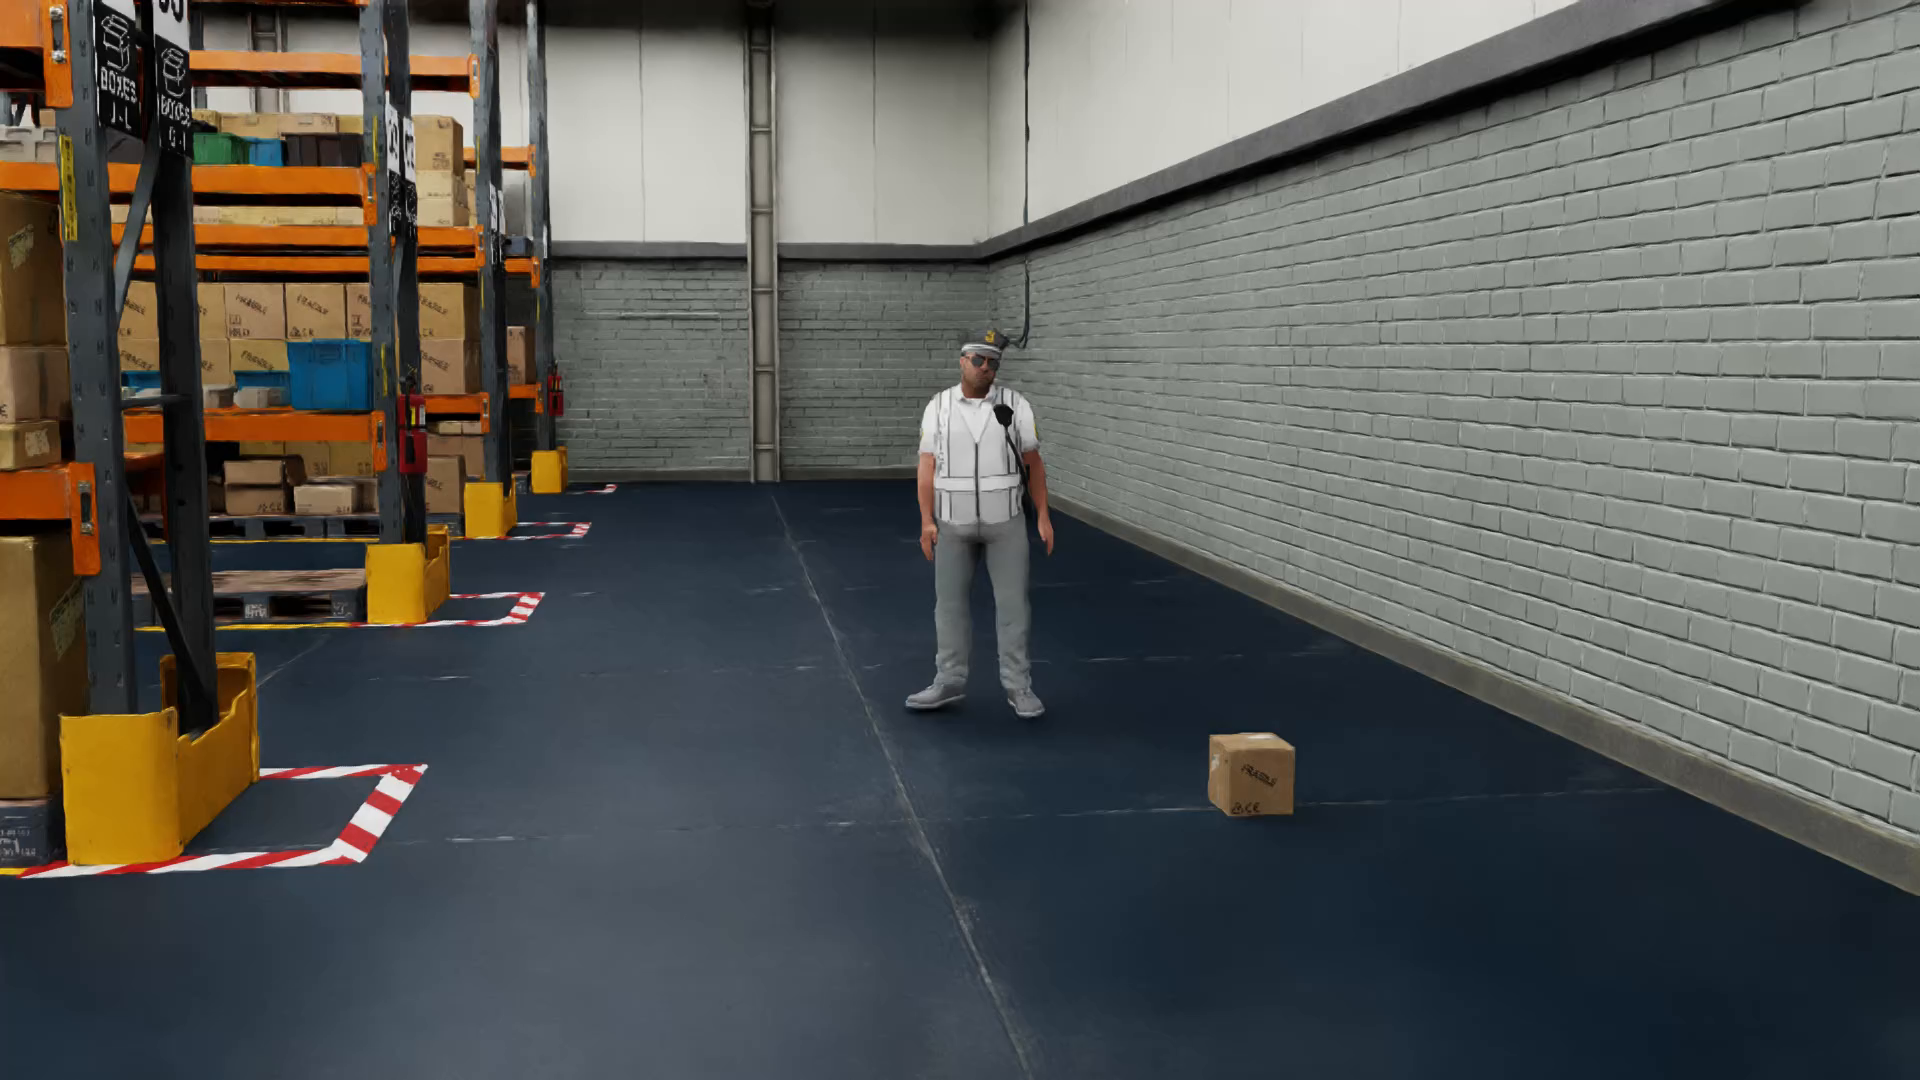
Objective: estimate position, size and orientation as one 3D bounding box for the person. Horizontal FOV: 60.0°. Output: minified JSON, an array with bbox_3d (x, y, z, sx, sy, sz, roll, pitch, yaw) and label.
[{"bbox_3d":[0.089,-0.084,7.682,0.690,1.770,0.398,1,6,5],"label":"person"}]
